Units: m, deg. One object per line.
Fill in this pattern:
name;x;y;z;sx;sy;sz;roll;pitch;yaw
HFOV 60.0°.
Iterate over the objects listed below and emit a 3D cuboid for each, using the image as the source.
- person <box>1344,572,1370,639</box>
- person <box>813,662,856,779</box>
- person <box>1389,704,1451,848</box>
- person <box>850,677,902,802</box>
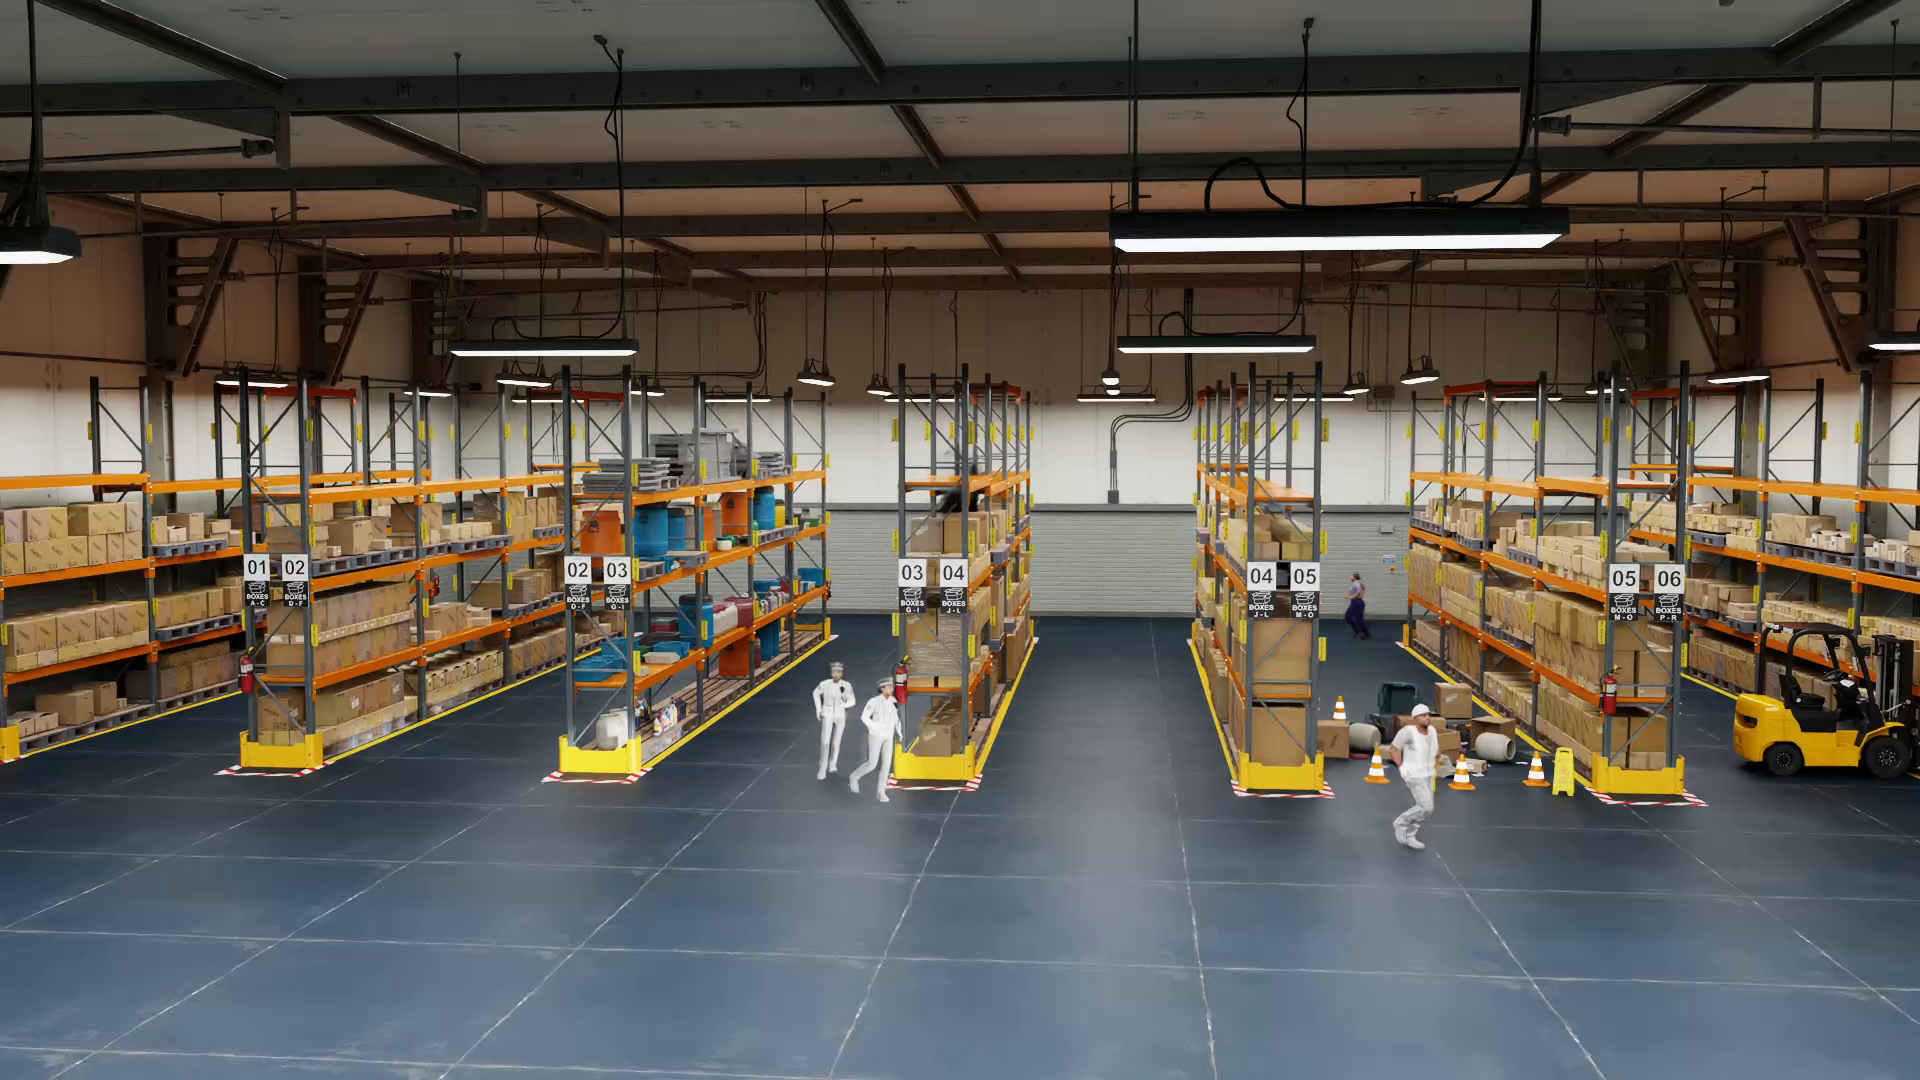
person;9.660;1.606;40.414;0.643;1.635;0.618;1;4;9
person;-1.828;2.624;24.261;0.613;1.724;0.710;0;4;-5
person;5.577;2.845;19.981;0.663;1.746;0.575;-3;4;-35
person;-1.070;2.704;22.887;0.681;1.659;0.779;-3;5;-40
